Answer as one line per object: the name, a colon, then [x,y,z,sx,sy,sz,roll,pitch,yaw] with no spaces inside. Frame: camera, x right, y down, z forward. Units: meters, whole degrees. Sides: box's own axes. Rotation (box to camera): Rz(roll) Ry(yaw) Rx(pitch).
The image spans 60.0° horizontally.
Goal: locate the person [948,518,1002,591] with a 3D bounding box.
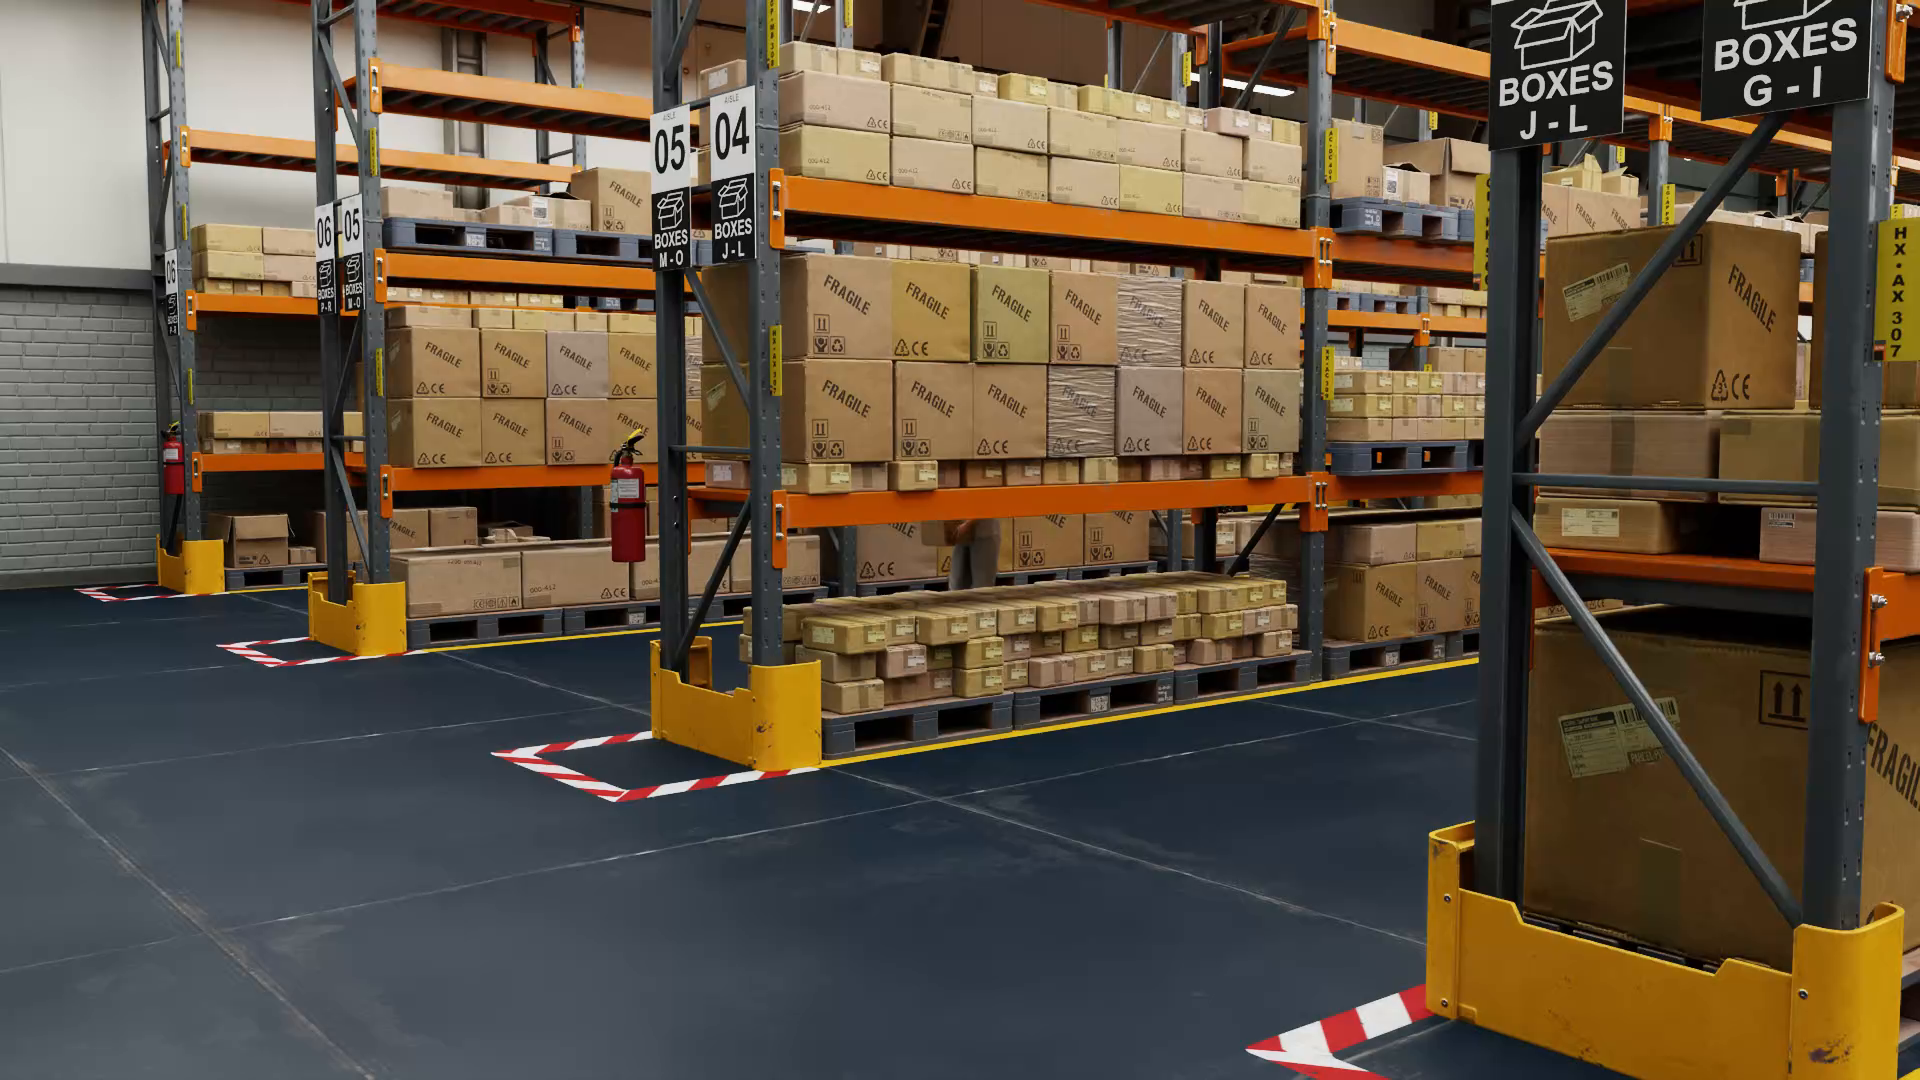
person: [0.084,0.001,11.186,0.534,1.676,0.452,-4,6,-39]
